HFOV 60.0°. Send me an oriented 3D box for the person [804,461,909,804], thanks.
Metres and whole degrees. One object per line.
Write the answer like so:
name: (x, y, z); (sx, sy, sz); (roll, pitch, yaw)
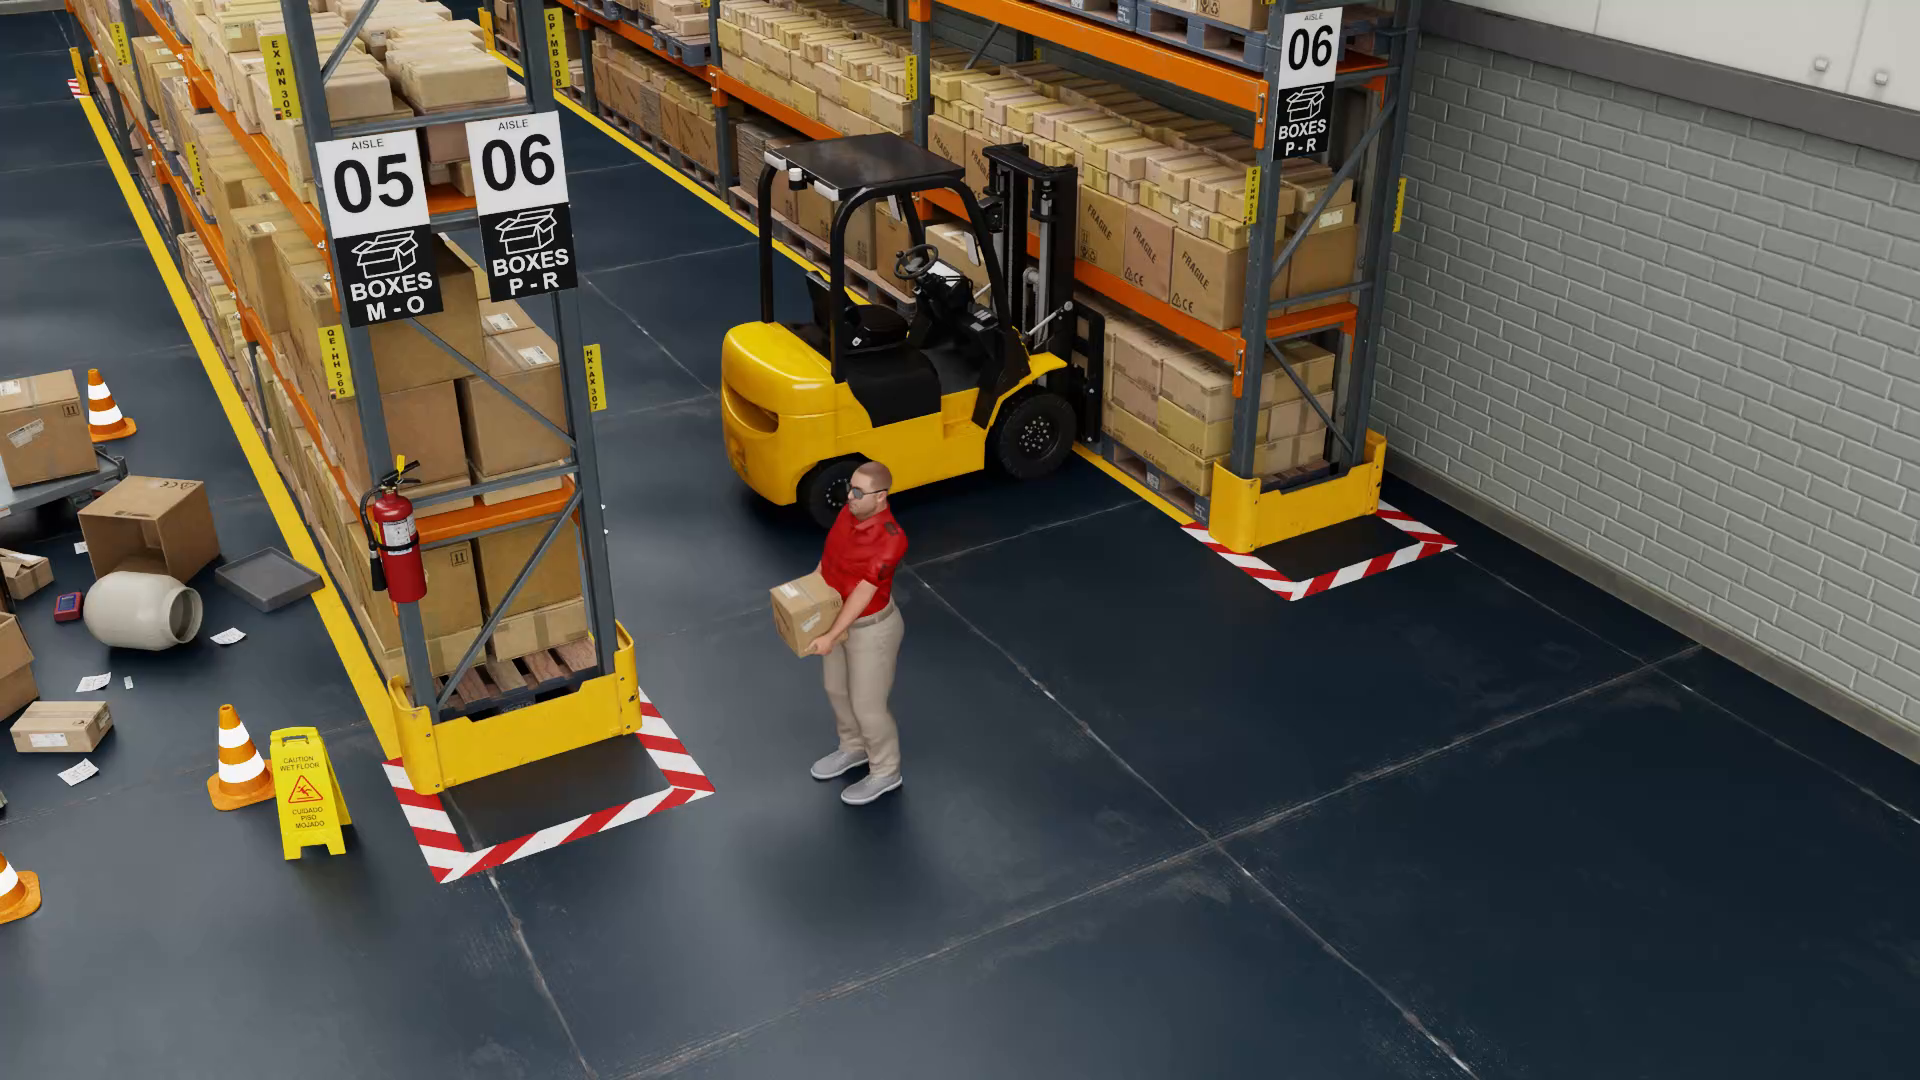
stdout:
person: (-0.534, 0.443, 7.791); (0.530, 1.717, 0.494); (-15, 32, -25)
